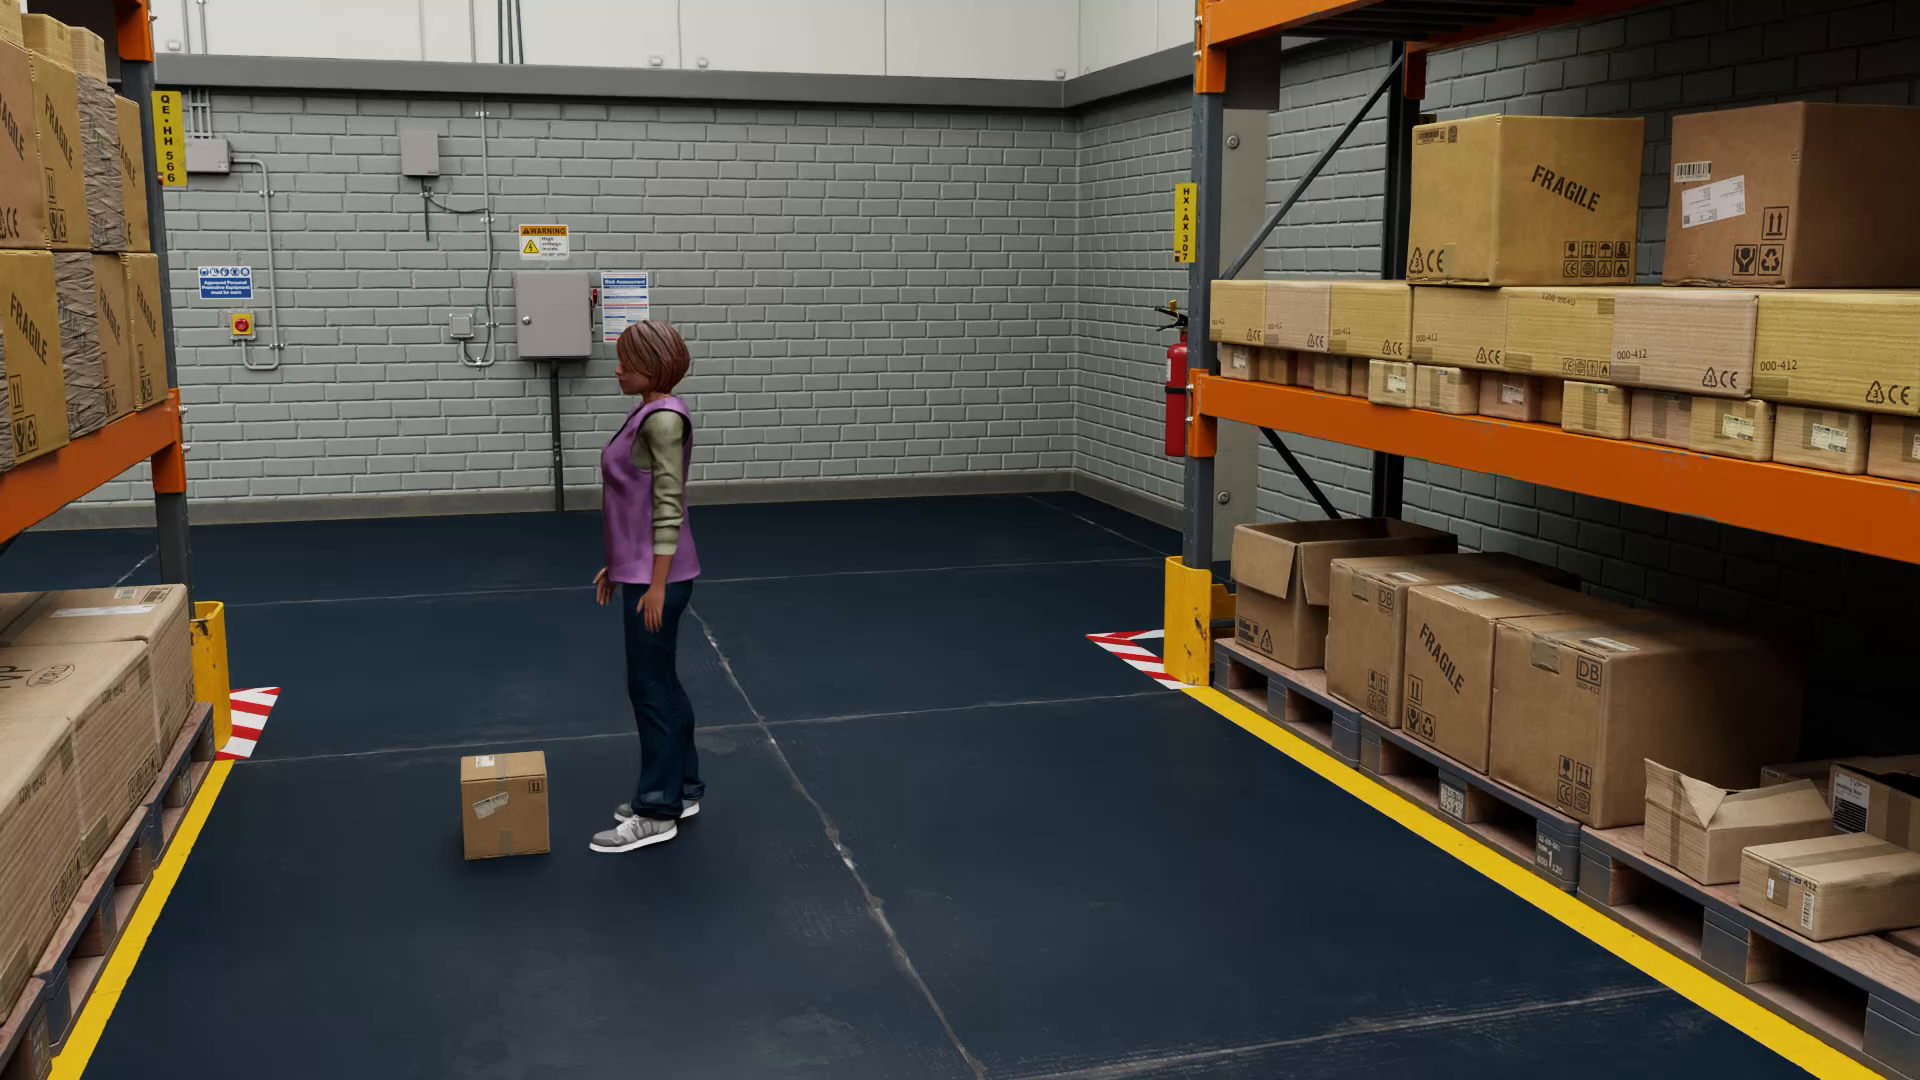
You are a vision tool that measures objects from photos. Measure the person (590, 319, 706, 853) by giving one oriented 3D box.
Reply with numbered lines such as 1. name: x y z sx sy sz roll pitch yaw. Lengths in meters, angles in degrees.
1. person: -0.980 0.134 5.113 0.379 1.613 0.432 -3 10 -15
